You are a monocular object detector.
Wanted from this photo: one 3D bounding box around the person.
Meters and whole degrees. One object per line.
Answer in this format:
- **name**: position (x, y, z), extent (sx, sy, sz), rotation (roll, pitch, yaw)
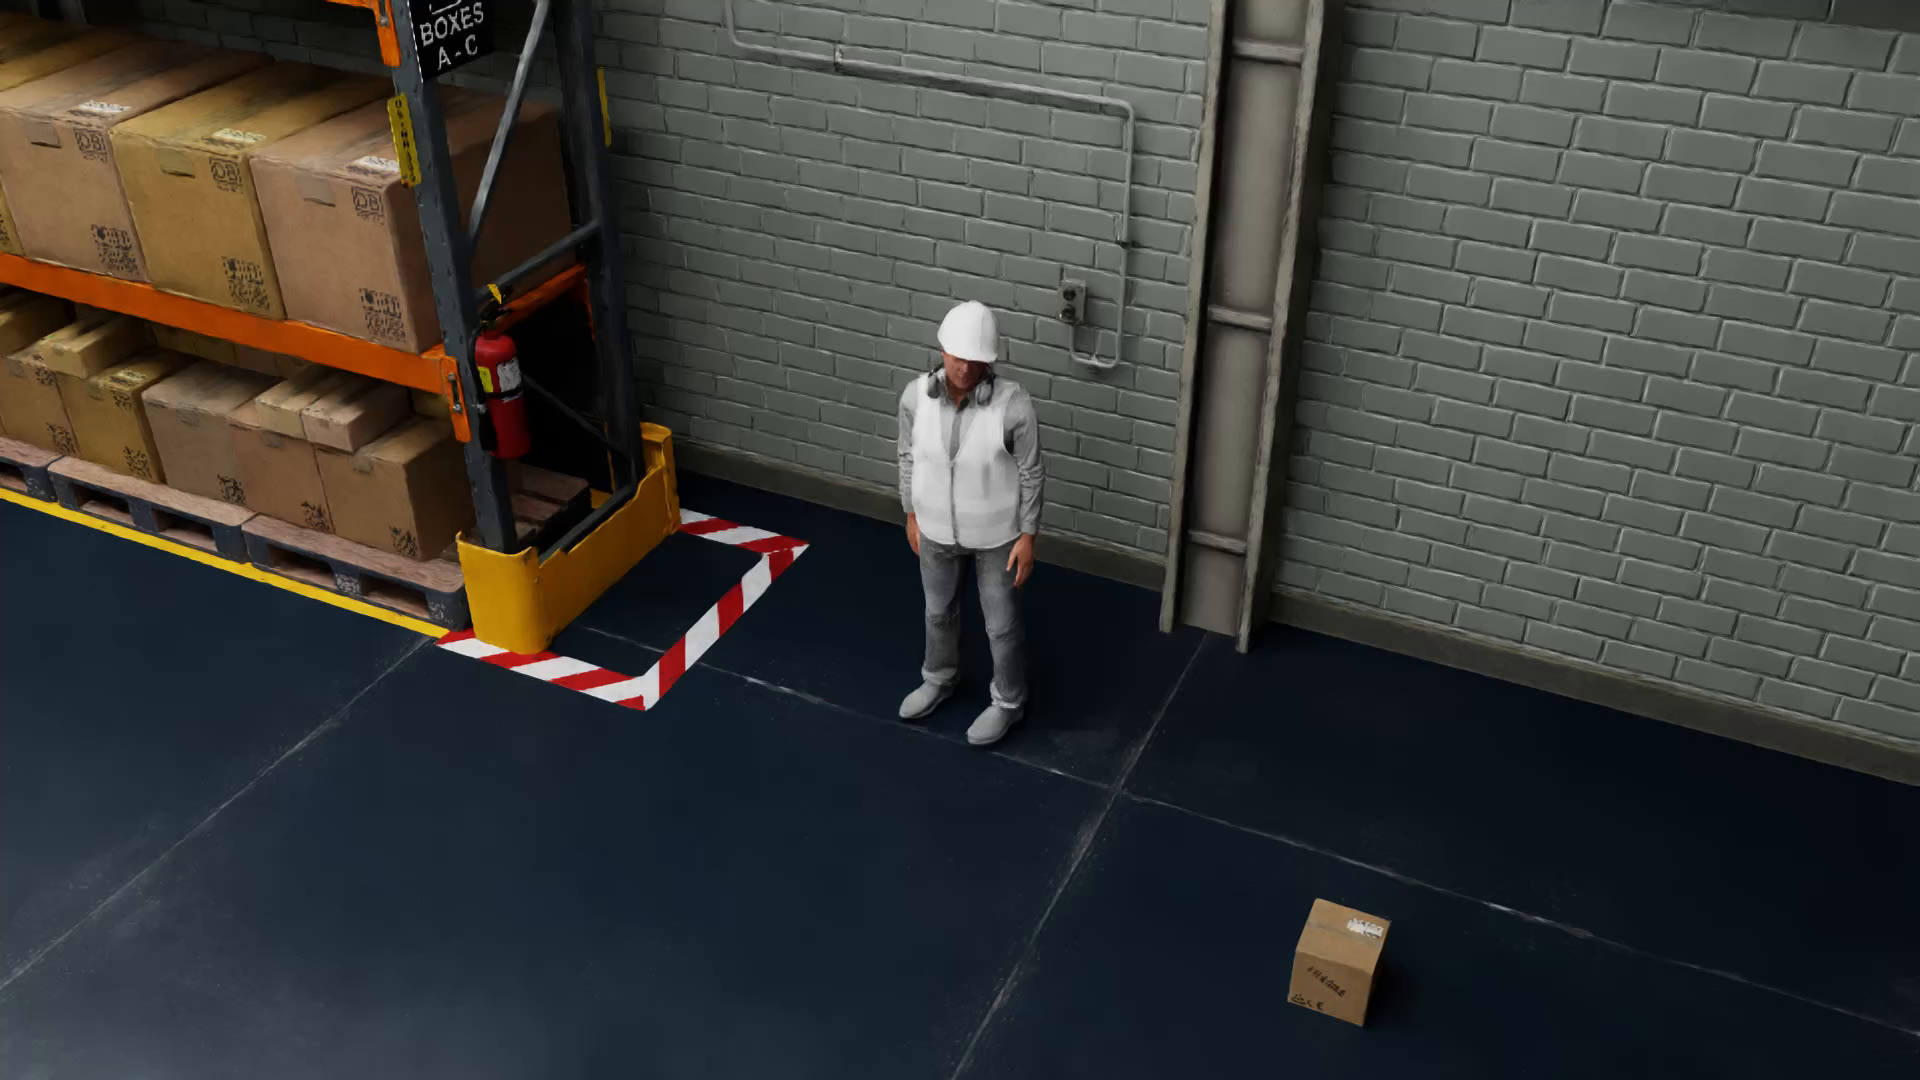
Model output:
- **person**: position (0.028, -0.049, 6.149), extent (0.571, 1.781, 0.393), rotation (12, 35, 17)
